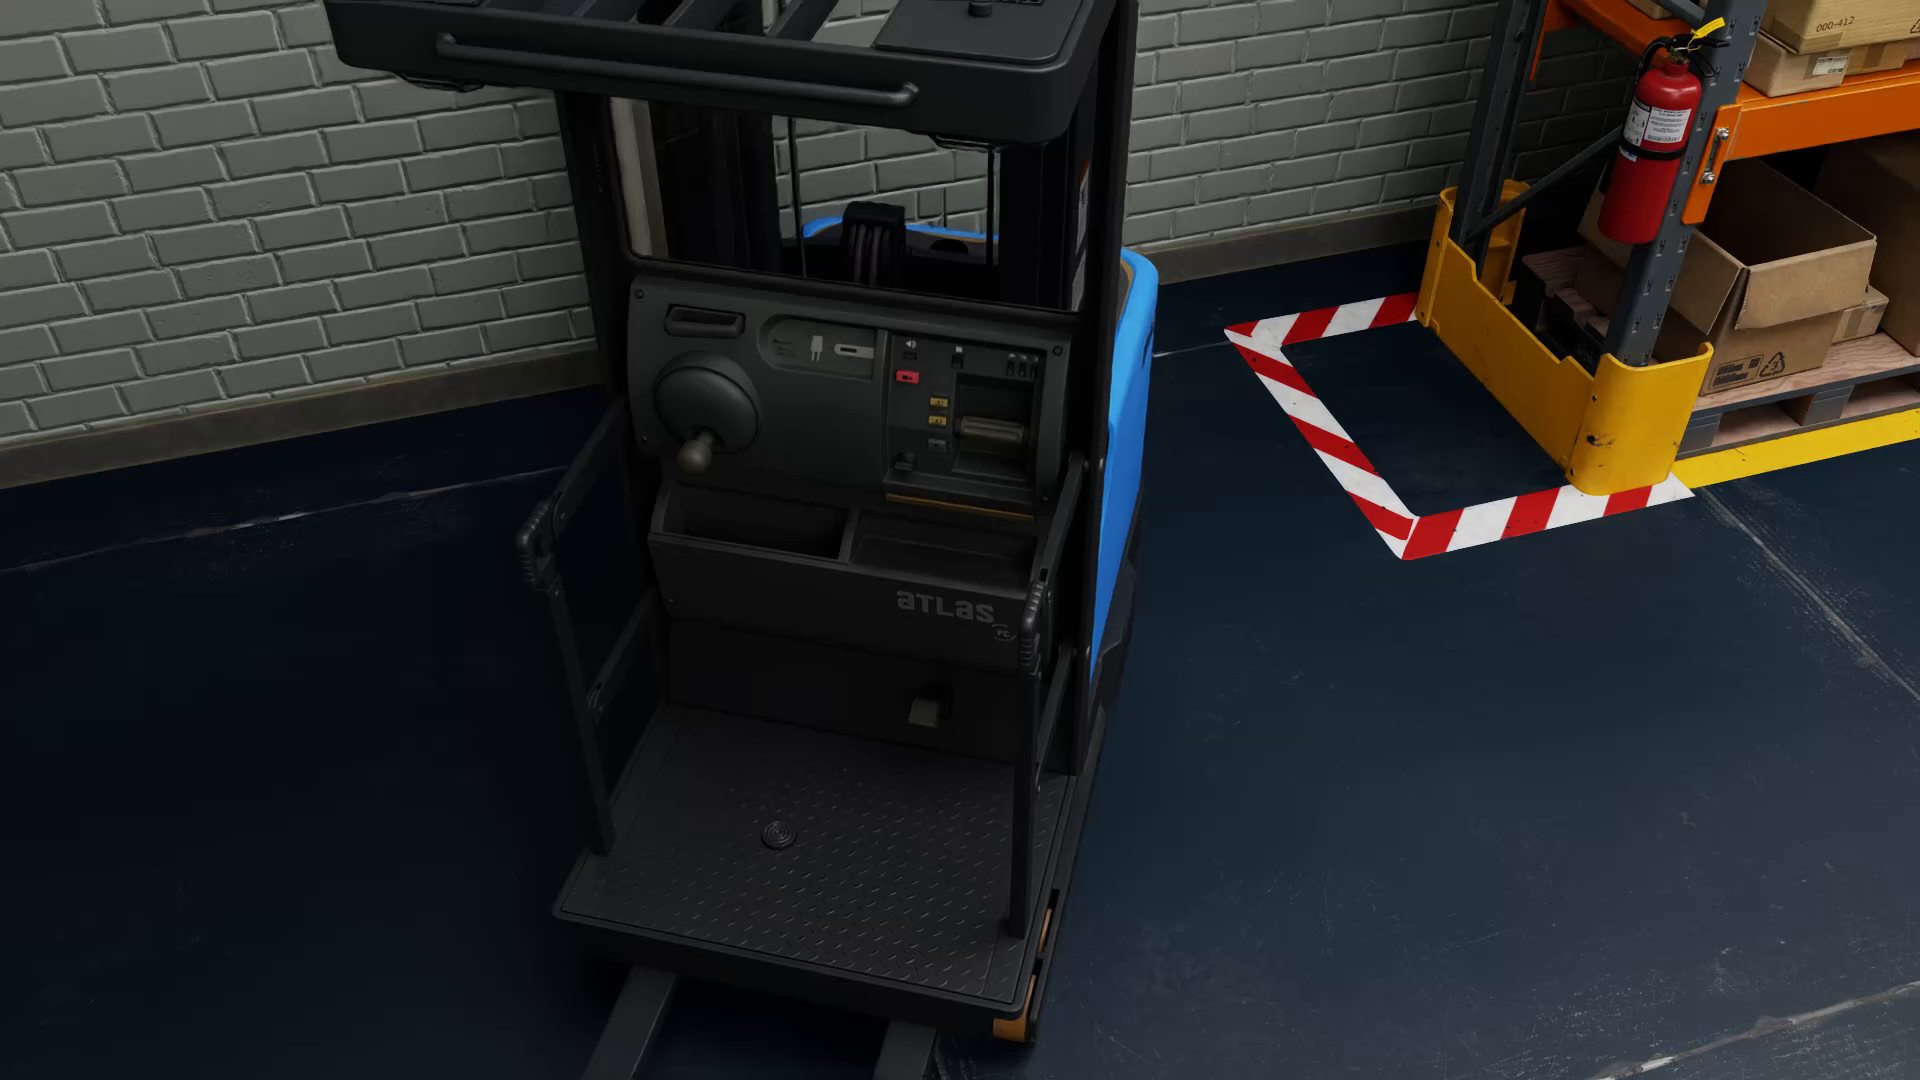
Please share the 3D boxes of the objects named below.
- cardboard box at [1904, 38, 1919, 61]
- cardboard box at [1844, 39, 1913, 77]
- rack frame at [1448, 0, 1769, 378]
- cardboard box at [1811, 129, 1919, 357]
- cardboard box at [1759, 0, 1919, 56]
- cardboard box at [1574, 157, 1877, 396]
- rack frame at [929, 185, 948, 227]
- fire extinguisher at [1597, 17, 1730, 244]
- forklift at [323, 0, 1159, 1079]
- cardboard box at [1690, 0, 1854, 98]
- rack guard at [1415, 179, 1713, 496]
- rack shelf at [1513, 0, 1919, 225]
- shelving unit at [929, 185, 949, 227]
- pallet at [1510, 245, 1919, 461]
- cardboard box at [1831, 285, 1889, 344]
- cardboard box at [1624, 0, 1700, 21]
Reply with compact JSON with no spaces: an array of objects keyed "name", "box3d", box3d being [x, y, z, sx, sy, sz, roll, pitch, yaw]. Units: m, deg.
[{"name":"cardboard box","box3d":[2.814,-1.598,4.991,0.250,0.149,0.380,-12,43,-14]},{"name":"cardboard box","box3d":[2.574,-1.525,4.906,0.250,0.149,0.380,-11,42,-12]},{"name":"rack frame","box3d":[1.949,-1.647,4.855,0.127,3.000,1.000,-12,42,-13]},{"name":"cardboard box","box3d":[3.388,-1.070,5.775,0.500,0.500,0.700,-10,42,-11]},{"name":"cardboard box","box3d":[2.463,-1.623,4.716,0.500,0.250,0.500,-11,42,-13]},{"name":"cardboard box","box3d":[2.561,-0.927,5.609,0.637,0.503,0.797,-13,43,-15]},{"name":"rack frame","box3d":[-0.062,-0.572,5.107,0.008,1.050,0.200,8,42,9]},{"name":"fire extinguisher","box3d":[1.948,-1.158,4.638,0.183,0.674,0.296,-12,42,-13]},{"name":"forklift","box3d":[-0.288,-0.211,3.264,1.130,2.935,3.031,9,42,10]},{"name":"cardboard box","box3d":[2.345,-1.445,4.815,0.250,0.149,0.380,-12,43,-13]},{"name":"rack guard","box3d":[2.022,-0.721,5.695,0.348,0.500,1.175,-12,42,-13]},{"name":"rack shelf","box3d":[3.857,-1.771,5.545,4.000,0.370,1.077,-12,42,-13]},{"name":"shelving unit","box3d":[0.057,-0.555,5.087,0.252,1.050,0.215,8,42,9]},{"name":"pallet","box3d":[2.782,-0.770,5.971,1.213,0.211,1.003,-12,42,-13]},{"name":"cardboard box","box3d":[2.978,-0.853,5.794,0.250,0.149,0.380,-13,43,-15]},{"name":"cardboard box","box3d":[2.185,-1.786,5.206,0.250,0.149,0.380,-12,43,-14]}]
